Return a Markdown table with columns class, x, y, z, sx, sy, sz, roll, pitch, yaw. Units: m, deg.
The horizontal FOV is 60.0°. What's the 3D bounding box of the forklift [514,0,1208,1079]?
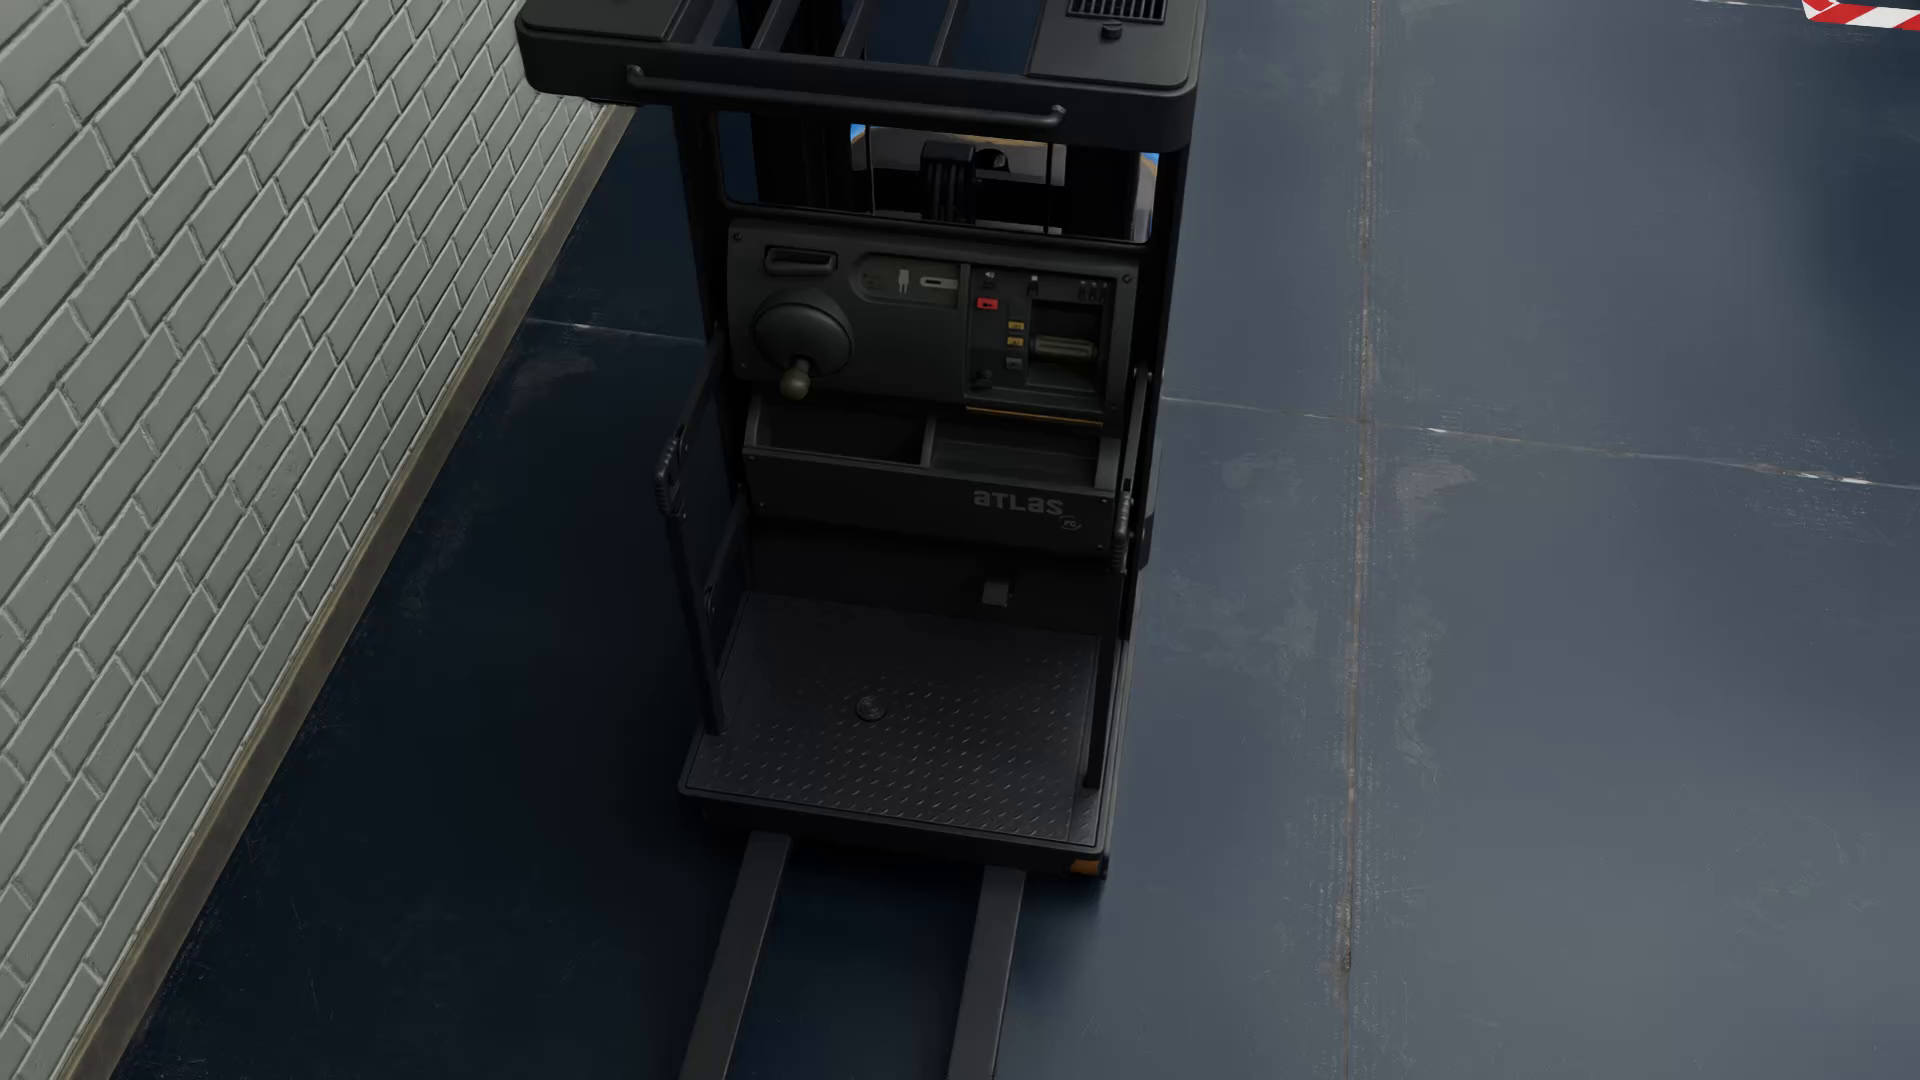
| class | x | y | z | sx | sy | sz | roll | pitch | yaw |
| --- | --- | --- | --- | --- | --- | --- | --- | --- | --- |
| forklift | -0.105 | -0.385 | 3.626 | 1.130 | 2.935 | 3.031 | 7 | 48 | 6 |
